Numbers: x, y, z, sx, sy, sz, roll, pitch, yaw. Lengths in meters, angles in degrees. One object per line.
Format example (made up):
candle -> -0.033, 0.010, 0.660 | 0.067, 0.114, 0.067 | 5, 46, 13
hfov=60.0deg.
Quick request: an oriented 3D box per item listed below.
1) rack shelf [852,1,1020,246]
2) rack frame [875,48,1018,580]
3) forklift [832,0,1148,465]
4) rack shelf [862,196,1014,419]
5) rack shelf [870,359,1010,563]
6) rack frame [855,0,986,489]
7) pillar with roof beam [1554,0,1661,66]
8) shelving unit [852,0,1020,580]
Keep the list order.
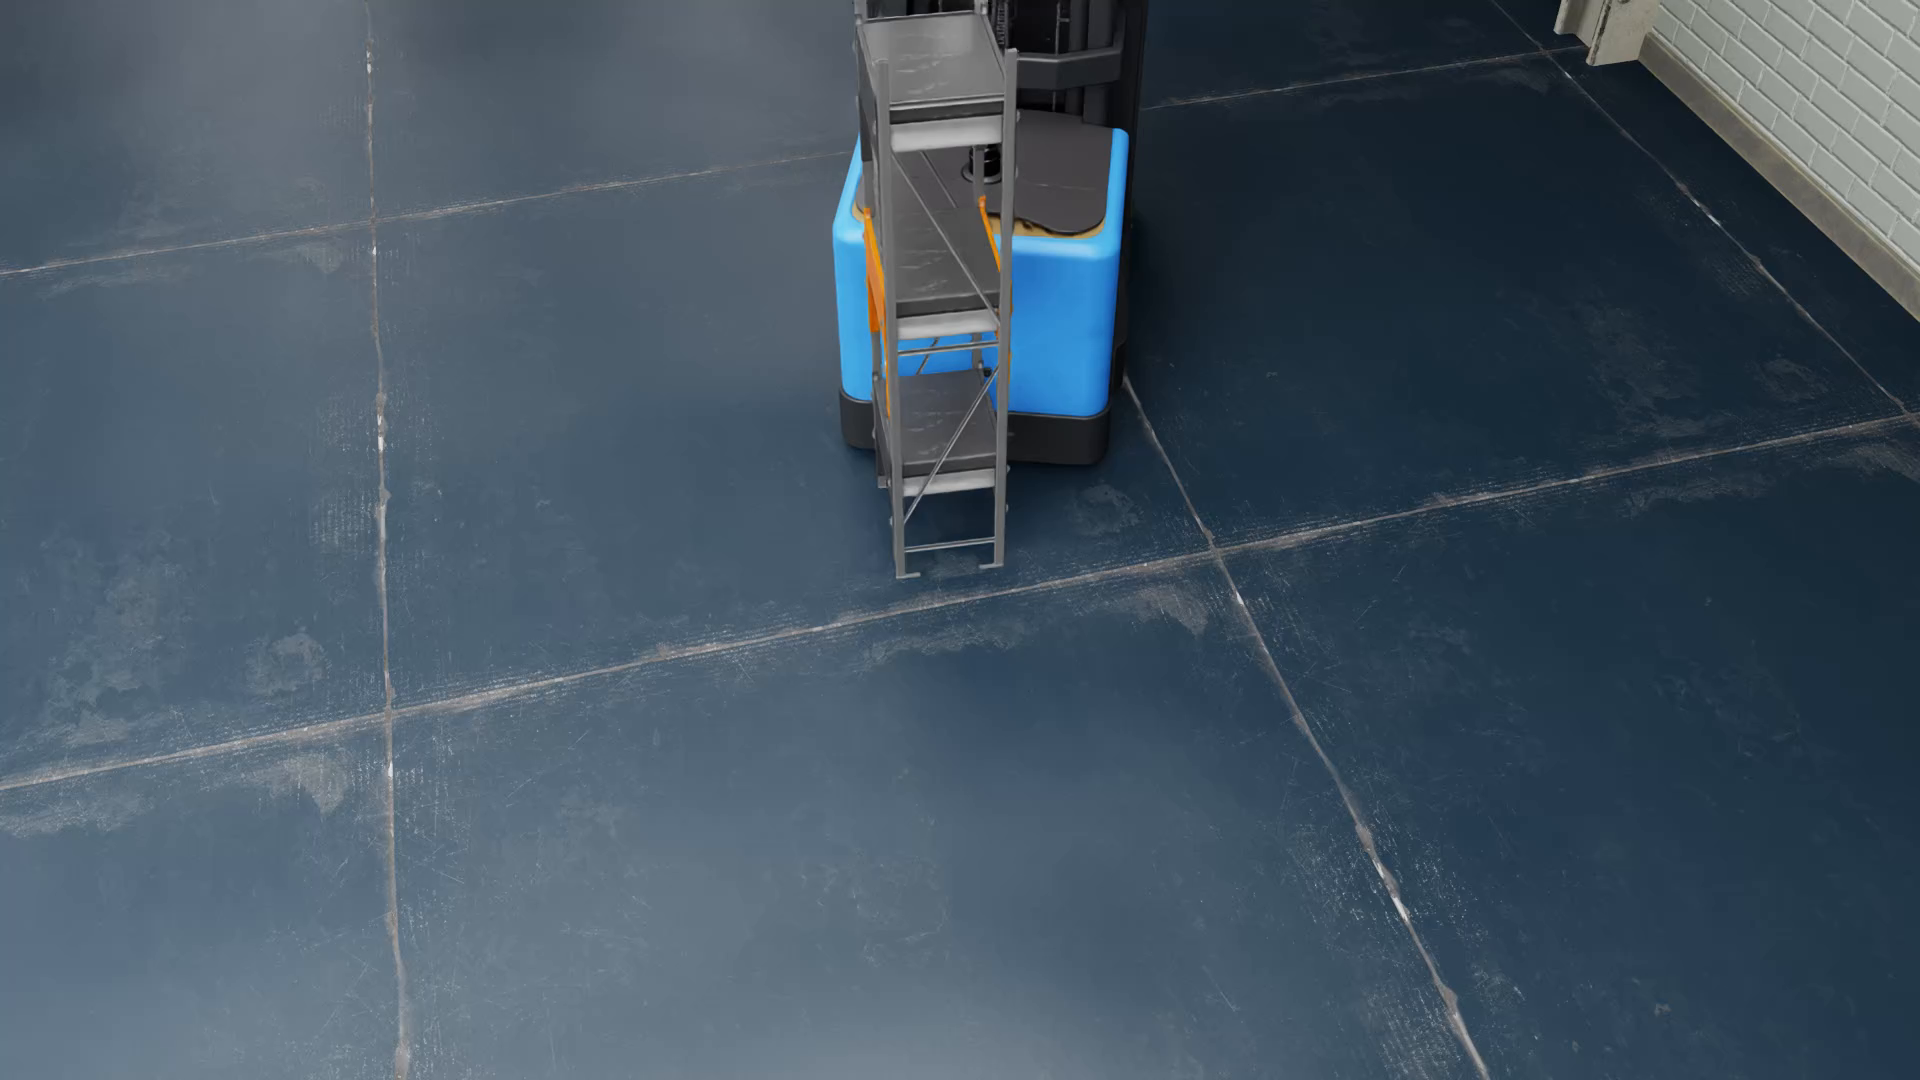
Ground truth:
rack shelf -> -0.078, -1.268, 5.061 | 0.431, 0.518, 0.480 | -7, 46, -7
rack frame -> -0.037, -0.616, 5.383 | 0.400, 2.100, 0.015 | -7, 46, -7
forklift -> 0.214, -2.372, 6.523 | 1.130, 2.935, 3.031 | 5, 46, 5
rack shelf -> -0.078, -0.778, 5.561 | 0.431, 0.518, 0.480 | -7, 46, -7
rack shelf -> -0.078, -0.288, 6.061 | 0.431, 0.518, 0.480 | -7, 46, -7
rack frame -> -0.119, -0.959, 5.720 | 0.400, 2.100, 0.015 | -7, 46, -7
pillar with roof beam -> -0.774, -4.999, 4.848 | 9.100, 9.000, 0.400 | -11, 47, -10
shelving unit -> -0.078, -0.788, 5.552 | 0.431, 2.100, 0.503 | -7, 46, -7
